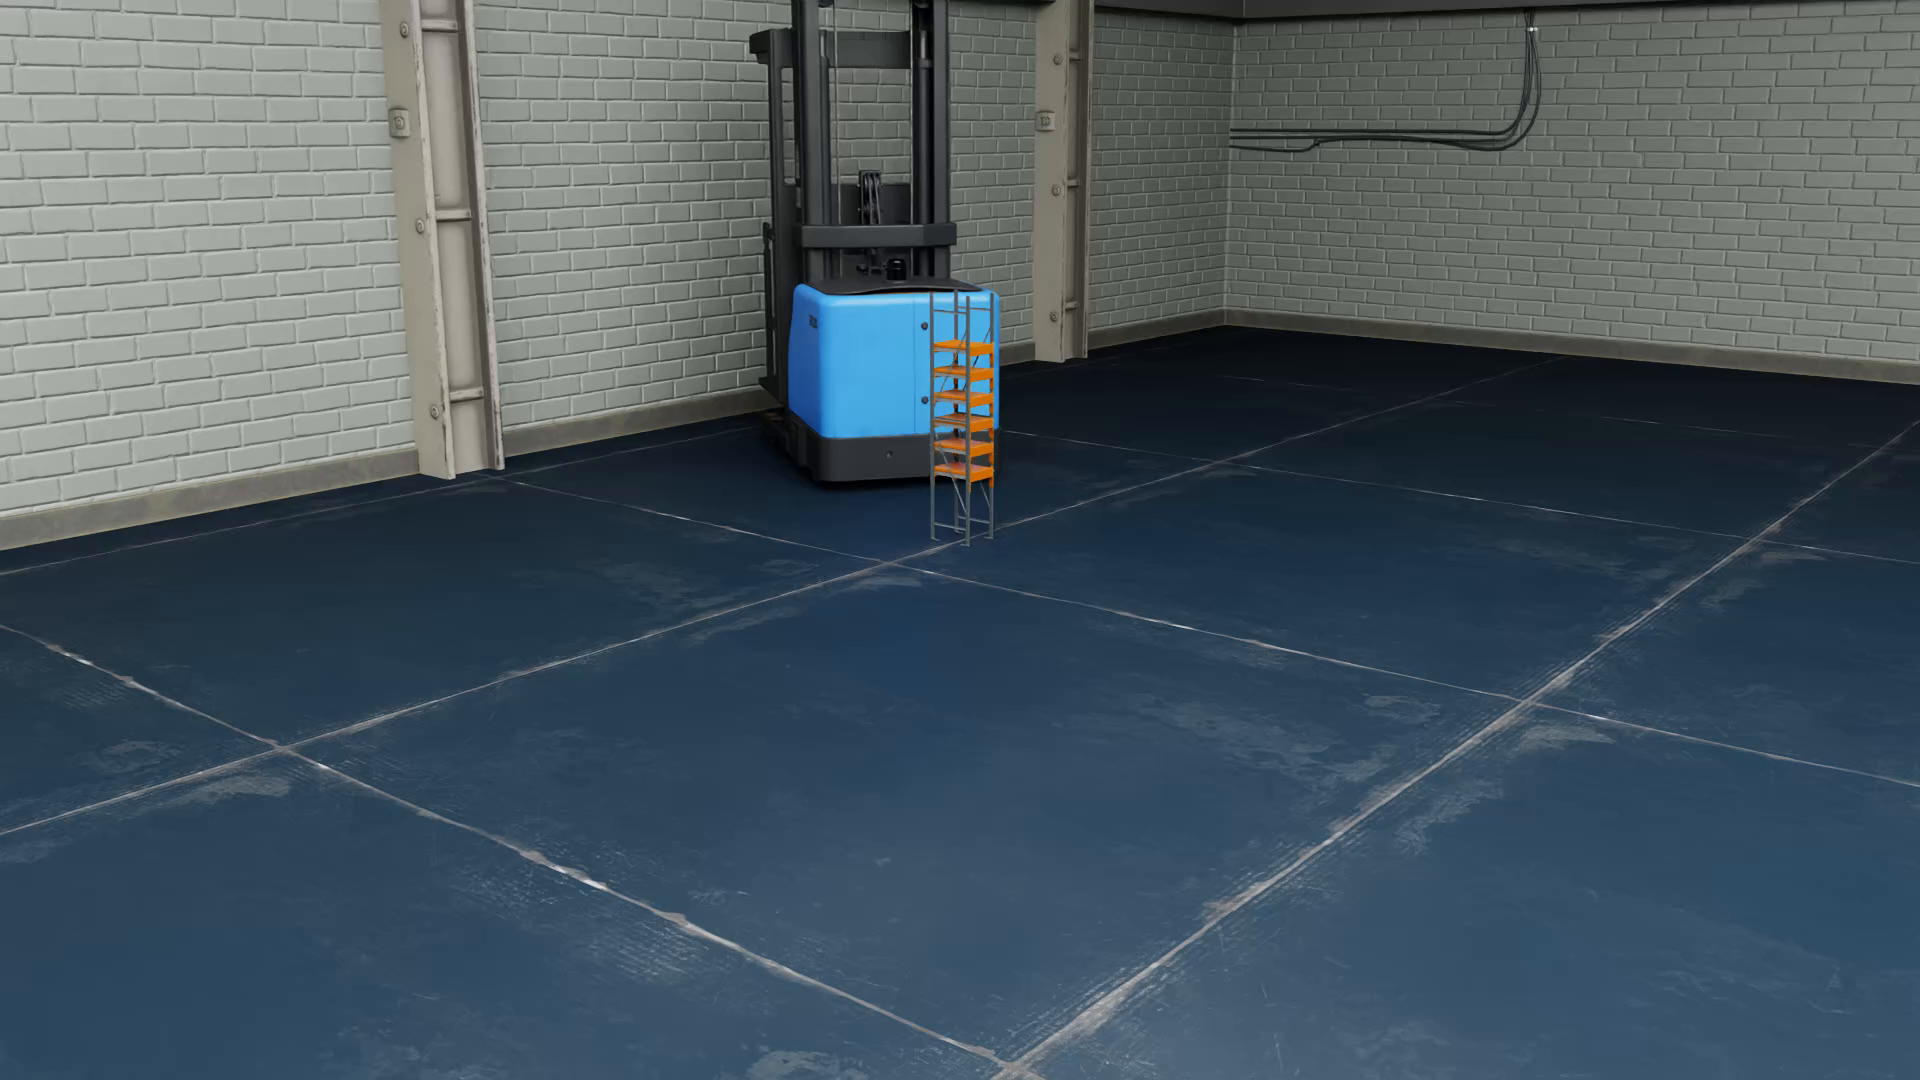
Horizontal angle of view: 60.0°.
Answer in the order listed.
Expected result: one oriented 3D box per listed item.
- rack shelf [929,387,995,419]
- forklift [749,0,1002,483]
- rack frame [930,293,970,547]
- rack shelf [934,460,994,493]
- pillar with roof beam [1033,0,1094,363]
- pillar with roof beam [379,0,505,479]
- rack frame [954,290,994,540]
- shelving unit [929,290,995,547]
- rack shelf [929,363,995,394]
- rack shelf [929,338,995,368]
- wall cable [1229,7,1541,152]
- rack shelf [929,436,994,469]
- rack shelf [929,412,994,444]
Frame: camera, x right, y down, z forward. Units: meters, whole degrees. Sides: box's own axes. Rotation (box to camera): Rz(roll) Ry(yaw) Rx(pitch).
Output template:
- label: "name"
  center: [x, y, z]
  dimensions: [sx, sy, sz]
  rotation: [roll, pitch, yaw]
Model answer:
- label: "rack shelf"
  center: [0.009, -0.658, 7.968]
  dimensions: [0.258, 0.103, 0.180]
  rotation: [11, 18, 38]
- label: "forklift"
  center: [-0.662, -2.056, 10.263]
  dimensions: [1.130, 2.935, 3.031]
  rotation: [-4, 15, -16]
- label: "rack frame"
  center: [-0.048, -0.567, 7.917]
  dimensions: [0.240, 1.200, 0.006]
  rotation: [11, 18, 38]
- label: "rack shelf"
  center: [0.009, -0.309, 8.056]
  dimensions: [0.258, 0.103, 0.180]
  rotation: [11, 18, 38]
- label: "pillar with roof beam"
  center: [4.205, -5.251, 10.515]
  dimensions: [9.100, 9.000, 0.400]
  rotation: [11, 18, 38]
- label: "pillar with roof beam"
  center: [0.434, -4.102, 5.992]
  dimensions: [9.100, 9.000, 0.400]
  rotation: [11, 18, 38]
- label: "rack frame"
  center: [0.067, -0.602, 8.055]
  dimensions: [0.240, 1.200, 0.006]
  rotation: [11, 18, 38]
- label: "shelving unit"
  center: [0.009, -0.584, 7.986]
  dimensions: [0.258, 1.200, 0.189]
  rotation: [11, 18, 38]
- label: "rack shelf"
  center: [0.009, -0.774, 7.938]
  dimensions: [0.258, 0.103, 0.180]
  rotation: [11, 18, 38]
- label: "rack shelf"
  center: [0.009, -0.890, 7.908]
  dimensions: [0.258, 0.103, 0.180]
  rotation: [11, 18, 38]
- label: "wall cable"
  center: [3.737, -4.771, 14.935]
  dimensions: [3.097, 2.526, 0.112]
  rotation: [11, 18, 38]
- label: "rack shelf"
  center: [0.009, -0.425, 8.027]
  dimensions: [0.258, 0.103, 0.180]
  rotation: [11, 18, 38]
- label: "rack shelf"
  center: [0.009, -0.541, 7.997]
  dimensions: [0.258, 0.103, 0.180]
  rotation: [11, 18, 38]
